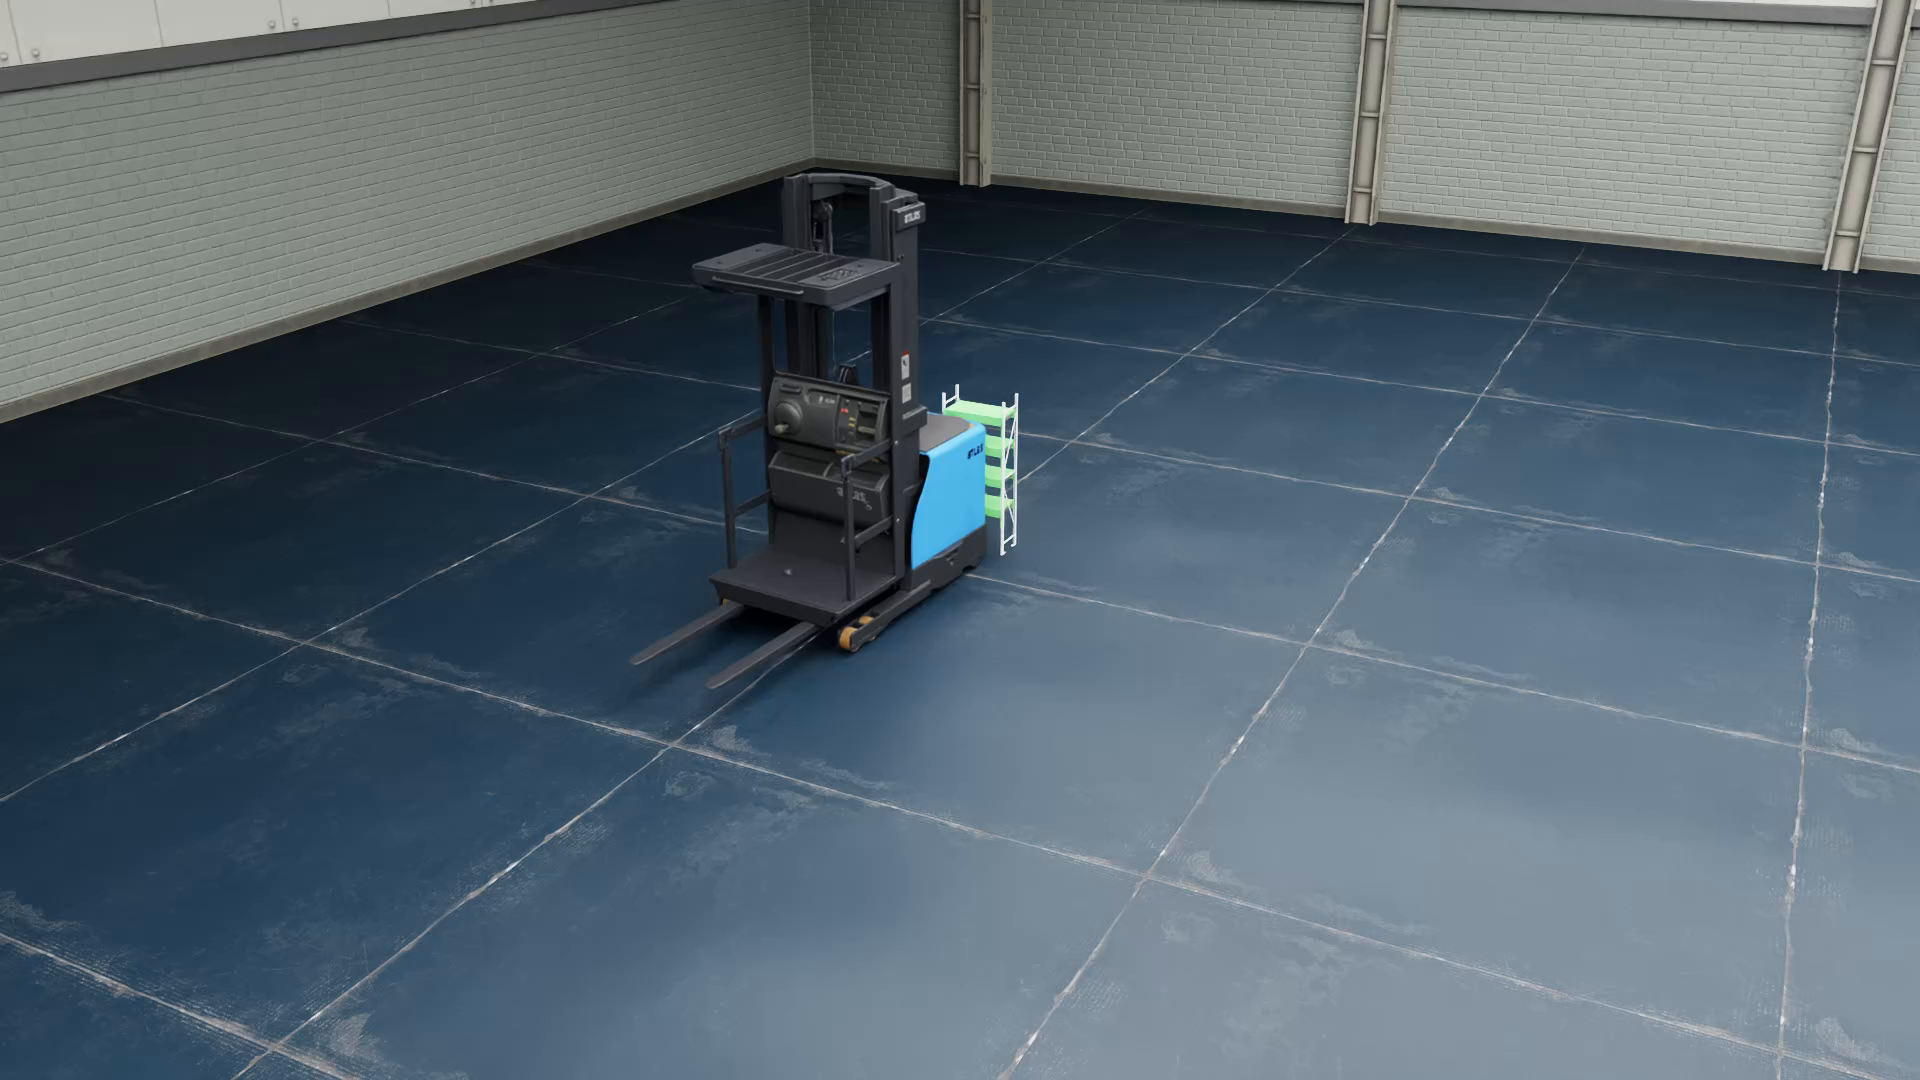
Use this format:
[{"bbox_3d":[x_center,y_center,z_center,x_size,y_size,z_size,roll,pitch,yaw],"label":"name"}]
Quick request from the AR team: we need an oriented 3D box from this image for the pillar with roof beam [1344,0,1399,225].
[{"bbox_3d":[3.648,-7.069,17.874,0.400,9.000,9.100,11,25,25],"label":"pillar with roof beam"}]

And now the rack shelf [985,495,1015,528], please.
[{"bbox_3d":[0.148,-0.243,12.565,0.480,0.148,0.258,11,25,25],"label":"rack shelf"}]

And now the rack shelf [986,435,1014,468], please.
[{"bbox_3d":[0.148,-0.685,12.378,0.480,0.148,0.258,11,25,25],"label":"rack shelf"}]

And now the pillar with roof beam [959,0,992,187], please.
[{"bbox_3d":[-1.706,-8.129,20.365,0.400,9.000,9.100,11,25,25],"label":"pillar with roof beam"}]

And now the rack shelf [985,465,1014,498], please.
[{"bbox_3d":[0.148,-0.464,12.471,0.480,0.148,0.258,11,25,25],"label":"rack shelf"}]

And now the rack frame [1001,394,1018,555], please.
[{"bbox_3d":[0.365,-0.480,12.345,0.015,1.200,0.240,11,25,25],"label":"rack frame"}]

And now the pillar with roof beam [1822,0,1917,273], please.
[{"bbox_3d":[9.003,-6.010,15.383,0.400,9.000,9.100,11,25,25],"label":"pillar with roof beam"}]

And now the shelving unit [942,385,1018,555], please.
[{"bbox_3d":[0.148,-0.523,12.446,0.503,1.200,0.258,11,25,25],"label":"shelving unit"}]

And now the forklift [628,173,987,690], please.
[{"bbox_3d":[-0.998,-0.814,10.920,1.130,2.935,3.031,14,27,29],"label":"forklift"}]

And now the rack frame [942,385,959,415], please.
[{"bbox_3d":[-0.070,-0.566,12.548,0.015,1.200,0.240,11,25,25],"label":"rack frame"}]

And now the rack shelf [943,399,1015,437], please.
[{"bbox_3d":[0.148,-0.906,12.284,0.480,0.148,0.258,11,25,25],"label":"rack shelf"}]
